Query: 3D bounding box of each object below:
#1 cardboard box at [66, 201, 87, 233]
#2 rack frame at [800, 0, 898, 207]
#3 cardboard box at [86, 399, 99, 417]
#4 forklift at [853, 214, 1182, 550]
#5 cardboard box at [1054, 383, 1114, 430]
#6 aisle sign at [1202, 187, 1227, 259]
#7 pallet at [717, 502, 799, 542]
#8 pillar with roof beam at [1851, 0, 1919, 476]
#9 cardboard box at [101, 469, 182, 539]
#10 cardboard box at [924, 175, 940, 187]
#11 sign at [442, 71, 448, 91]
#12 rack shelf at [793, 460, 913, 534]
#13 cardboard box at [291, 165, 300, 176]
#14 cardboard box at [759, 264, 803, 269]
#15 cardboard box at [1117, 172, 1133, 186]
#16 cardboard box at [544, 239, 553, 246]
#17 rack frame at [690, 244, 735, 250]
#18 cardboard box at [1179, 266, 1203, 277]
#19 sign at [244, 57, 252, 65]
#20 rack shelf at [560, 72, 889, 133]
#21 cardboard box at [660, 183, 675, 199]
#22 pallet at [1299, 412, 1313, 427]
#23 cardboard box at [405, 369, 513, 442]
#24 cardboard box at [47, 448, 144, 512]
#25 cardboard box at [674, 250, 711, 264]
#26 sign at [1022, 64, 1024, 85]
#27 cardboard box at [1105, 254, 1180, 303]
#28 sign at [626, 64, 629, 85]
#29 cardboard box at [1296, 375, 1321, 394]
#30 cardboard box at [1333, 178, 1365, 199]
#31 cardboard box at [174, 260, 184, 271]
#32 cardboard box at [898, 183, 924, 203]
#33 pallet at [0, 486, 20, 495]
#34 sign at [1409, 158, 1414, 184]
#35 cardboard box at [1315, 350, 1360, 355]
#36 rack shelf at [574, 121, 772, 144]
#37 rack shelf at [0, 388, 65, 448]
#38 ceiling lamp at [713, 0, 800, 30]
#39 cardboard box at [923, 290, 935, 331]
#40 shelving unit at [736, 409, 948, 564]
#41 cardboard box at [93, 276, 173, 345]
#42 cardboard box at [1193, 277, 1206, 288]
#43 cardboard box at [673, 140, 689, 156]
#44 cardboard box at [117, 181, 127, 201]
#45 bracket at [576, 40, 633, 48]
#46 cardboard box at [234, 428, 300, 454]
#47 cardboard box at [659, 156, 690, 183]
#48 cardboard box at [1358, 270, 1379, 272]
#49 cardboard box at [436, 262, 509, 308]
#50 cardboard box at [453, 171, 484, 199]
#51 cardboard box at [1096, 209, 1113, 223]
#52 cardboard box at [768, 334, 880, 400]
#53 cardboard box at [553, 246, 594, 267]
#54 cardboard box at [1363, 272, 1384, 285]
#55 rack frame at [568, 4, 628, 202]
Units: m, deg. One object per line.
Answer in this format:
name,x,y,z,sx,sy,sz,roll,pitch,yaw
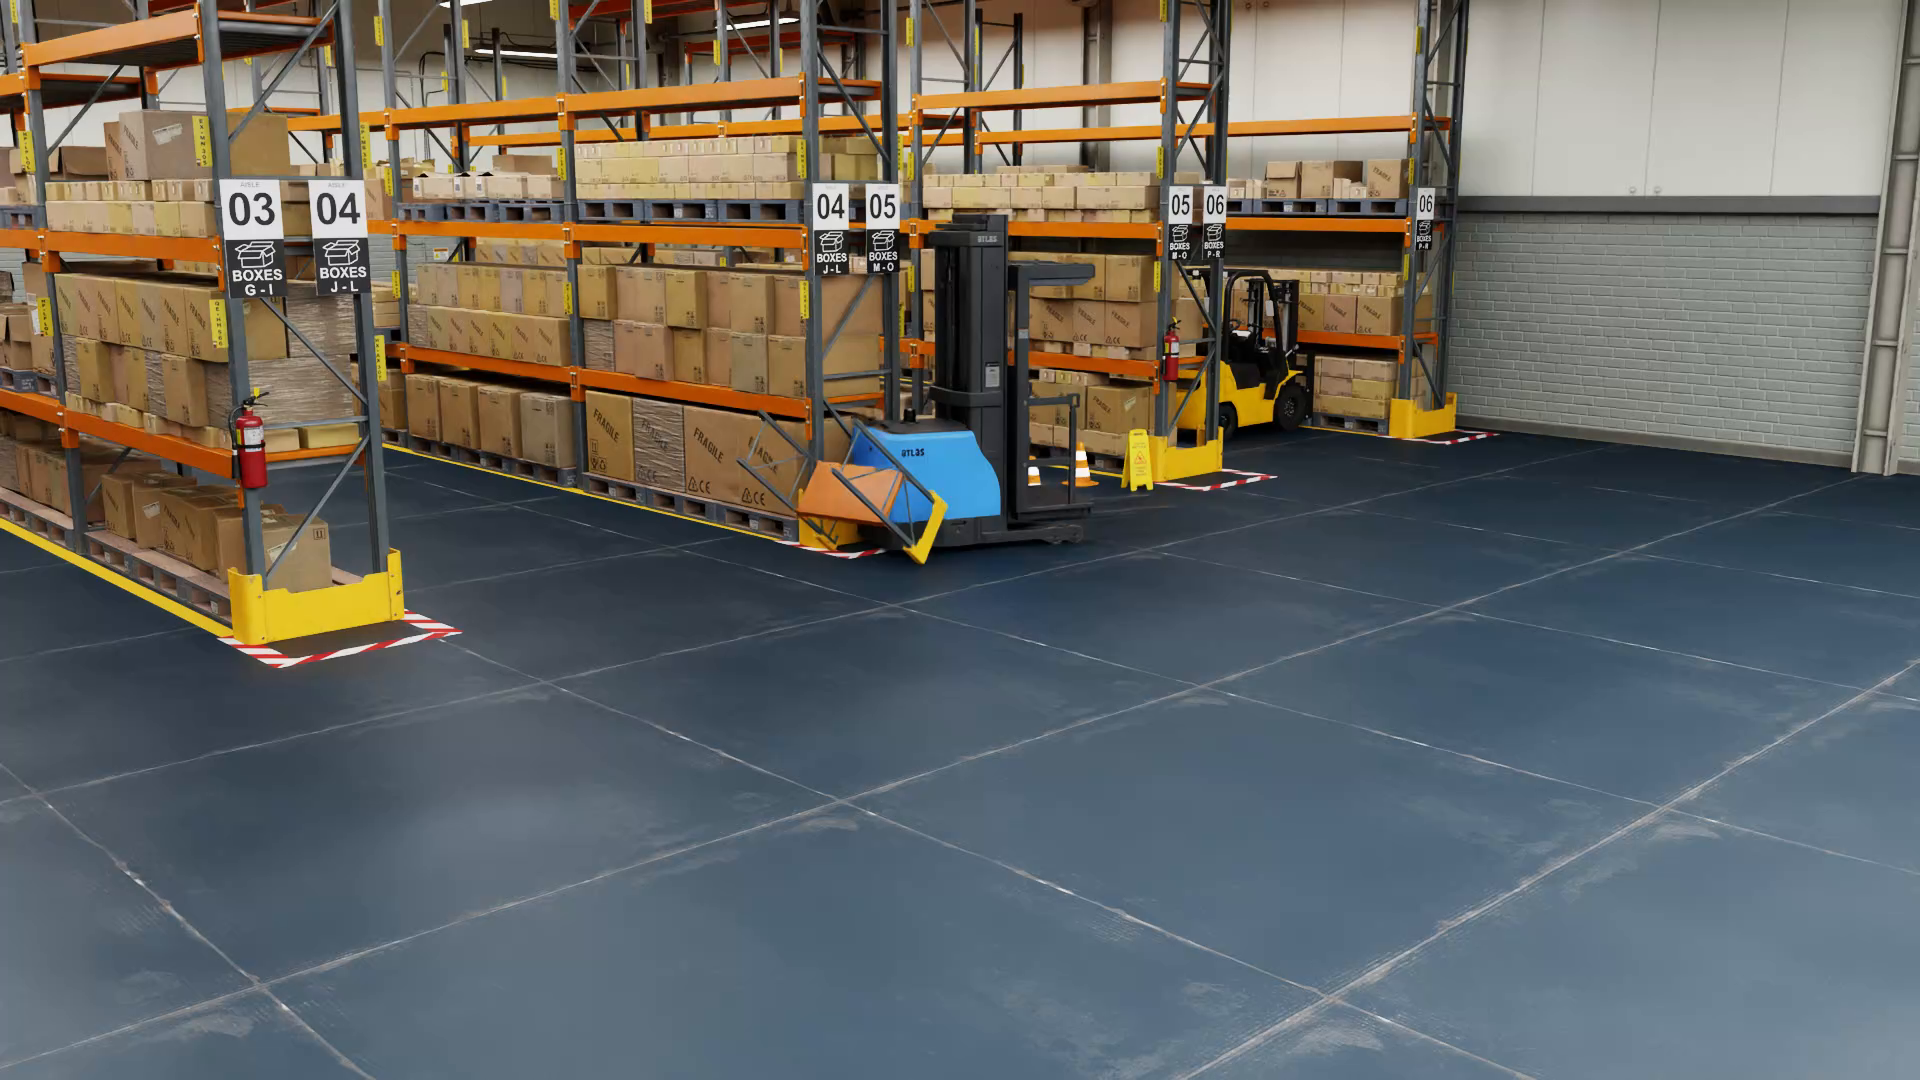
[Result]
cardboard box,-6.884,-2.622,13.481,0.500,0.250,0.500,-11,16,-43
rack frame,-0.959,-4.435,14.477,1.000,3.000,0.127,-11,16,-43
cardboard box,-7.092,-1.137,13.958,0.380,0.149,0.250,-11,16,-43
forklift,0.578,-1.485,15.195,3.031,2.935,1.130,-5,13,-23
cardboard box,1.446,-1.584,19.420,0.500,0.500,0.500,-10,15,-40
aisle sign,2.818,-3.509,18.405,0.394,0.787,0.004,-11,16,-43
pallet,-1.568,-0.237,15.877,1.003,0.211,1.213,-11,16,-43
pillar with roof beam,7.339,-4.584,15.197,9.100,9.000,0.400,-11,16,-43
cardboard box,-7.132,-0.322,14.532,0.500,0.500,0.500,11,16,43
cardboard box,-0.230,-4.430,20.534,0.380,0.149,0.250,-11,16,-44
sign,-8.904,-7.933,28.749,0.100,0.325,0.005,-11,16,-43
rack shelf,-0.899,-0.376,14.177,1.000,0.538,0.185,8,-24,35
cardboard box,-9.064,-4.901,22.885,0.700,0.500,0.500,-11,16,-42
cardboard box,-2.465,-3.596,23.247,0.500,0.500,0.500,-10,15,-40
cardboard box,1.954,-3.989,18.393,0.380,0.149,0.250,-11,16,-42
cardboard box,-6.635,-4.936,27.439,0.380,0.149,0.250,-11,16,-43
rack frame,-4.911,-5.229,33.196,1.000,3.000,0.127,-11,16,-43
cardboard box,3.382,-3.902,24.163,0.380,0.149,0.250,-10,16,-41
sign,-9.652,-6.610,22.521,0.100,0.325,0.005,-11,16,-43
rack shelf,-2.341,-4.179,16.006,1.077,0.370,4.000,-11,16,-43
cardboard box,-2.666,-3.359,16.021,0.380,0.149,0.250,-11,16,-42
pallet,4.742,-1.812,23.521,1.003,0.211,1.213,-11,16,-43
cardboard box,-6.129,-1.667,20.442,1.050,0.750,0.750,-11,16,-43
cardboard box,-8.103,-0.560,15.640,0.700,0.500,0.500,-11,16,-43
cardboard box,-3.880,-4.020,24.605,0.500,0.500,0.500,-11,16,-42
sign,1.013,-7.612,27.191,0.100,0.325,0.005,-11,16,-43
cardboard box,2.040,-2.930,18.575,0.500,0.500,0.700,11,16,44
sign,-5.352,-7.465,26.670,0.100,0.325,0.005,-11,16,-43
cardboard box,4.866,-2.172,22.894,0.500,0.250,0.500,-11,16,-44
cardboard box,5.171,-4.667,22.081,0.396,0.266,0.258,-11,16,-42
cardboard box,-11.891,-4.414,25.778,0.500,0.500,0.500,-11,16,-43
cardboard box,-0.720,-4.452,21.321,0.500,0.250,0.500,-11,16,-44
pallet,-9.603,-0.508,17.193,1.003,0.211,1.213,-11,16,-43
sign,5.736,-4.684,21.121,0.100,0.325,0.005,-11,16,-43
cardboard box,5.258,-2.486,23.177,0.500,0.250,0.500,-11,16,-43
rack shelf,-4.355,-6.051,25.093,1.077,0.370,4.000,-11,16,-43
rack shelf,-8.760,-1.344,16.122,1.077,0.370,4.000,-11,16,-43
ceiling lamp,-3.159,-10.014,27.088,0.800,3.185,2.000,-11,16,-43
cardboard box,-0.109,-2.877,20.795,0.500,0.500,0.500,-11,16,-43
shelving unit,-0.991,-0.462,14.048,1.083,0.587,1.500,8,-24,35
cardboard box,-6.561,-1.842,13.293,0.500,0.500,0.500,-11,16,-43
cardboard box,3.586,-3.723,24.034,0.380,0.149,0.250,-10,16,-41
cardboard box,-2.491,-3.713,15.761,0.380,0.149,0.250,-11,16,-42
cardboard box,-6.247,-2.687,12.808,0.380,0.149,0.250,-10,16,-41
bracket,-8.594,-10.868,36.780,0.076,0.066,5.218,-11,16,-43
cardboard box,-4.963,-0.710,11.887,0.380,0.149,0.250,-11,16,-43
cardboard box,-2.538,-3.546,15.938,0.500,0.250,0.500,-11,16,-42
cardboard box,5.552,-3.602,22.710,0.380,0.149,0.250,-11,16,-42
cardboard box,-5.831,-3.063,19.956,0.700,0.500,0.500,-11,16,-43
cardboard box,-5.443,-4.060,19.023,0.500,0.311,0.500,-11,16,-44
cardboard box,1.748,-3.636,18.653,0.380,0.149,0.250,-10,15,-41
cardboard box,-1.248,-1.618,15.299,0.875,0.550,0.550,-11,16,-43
cardboard box,-6.262,-4.522,27.039,0.500,0.500,0.500,-11,16,-43
cardboard box,5.546,-3.461,22.021,0.380,0.149,0.250,-11,16,-42
rack frame,-5.736,-6.891,26.397,1.000,3.000,0.127,-11,16,-43
